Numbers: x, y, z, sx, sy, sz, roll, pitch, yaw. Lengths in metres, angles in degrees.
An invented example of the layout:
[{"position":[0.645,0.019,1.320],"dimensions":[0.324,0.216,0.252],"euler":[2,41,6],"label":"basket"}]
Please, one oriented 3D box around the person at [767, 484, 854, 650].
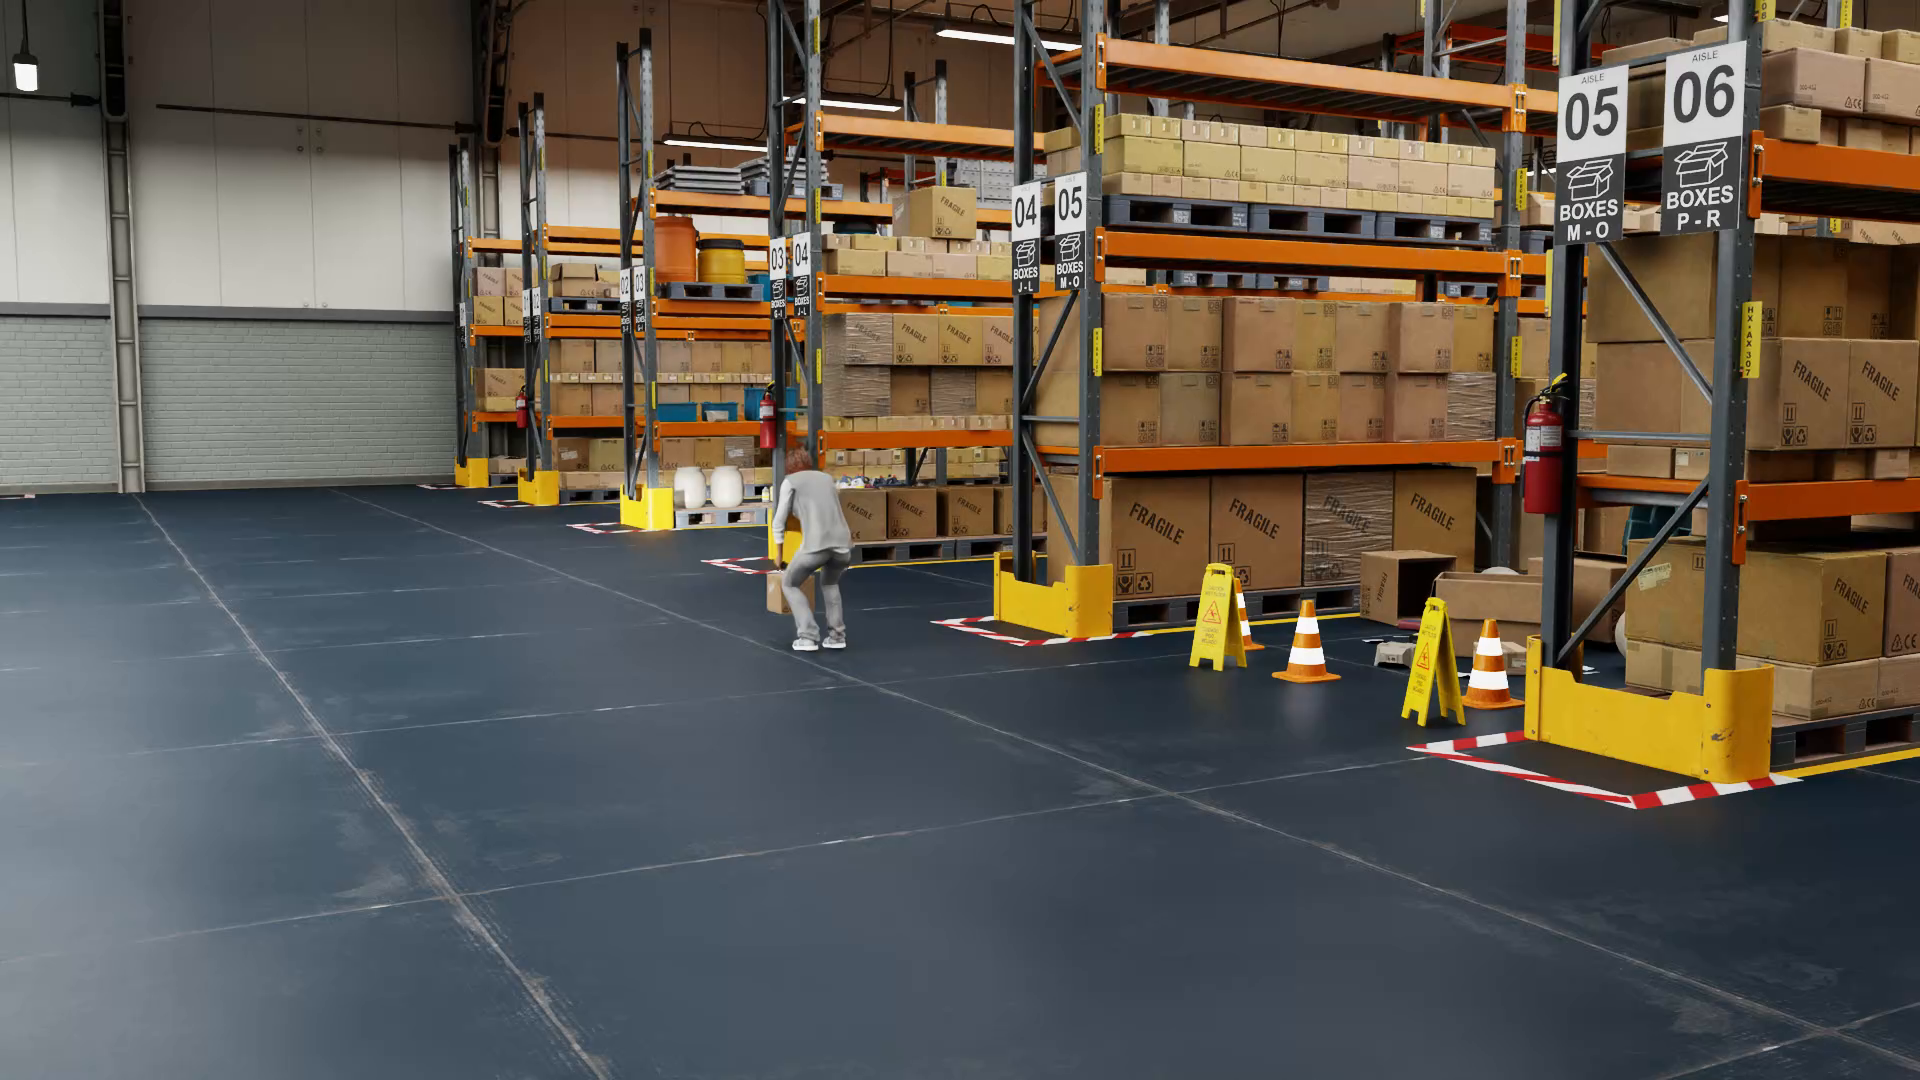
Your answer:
[{"position":[-0.995,0.190,11.039],"dimensions":[0.462,1.072,0.745],"euler":[-3,6,-29],"label":"person"}]
